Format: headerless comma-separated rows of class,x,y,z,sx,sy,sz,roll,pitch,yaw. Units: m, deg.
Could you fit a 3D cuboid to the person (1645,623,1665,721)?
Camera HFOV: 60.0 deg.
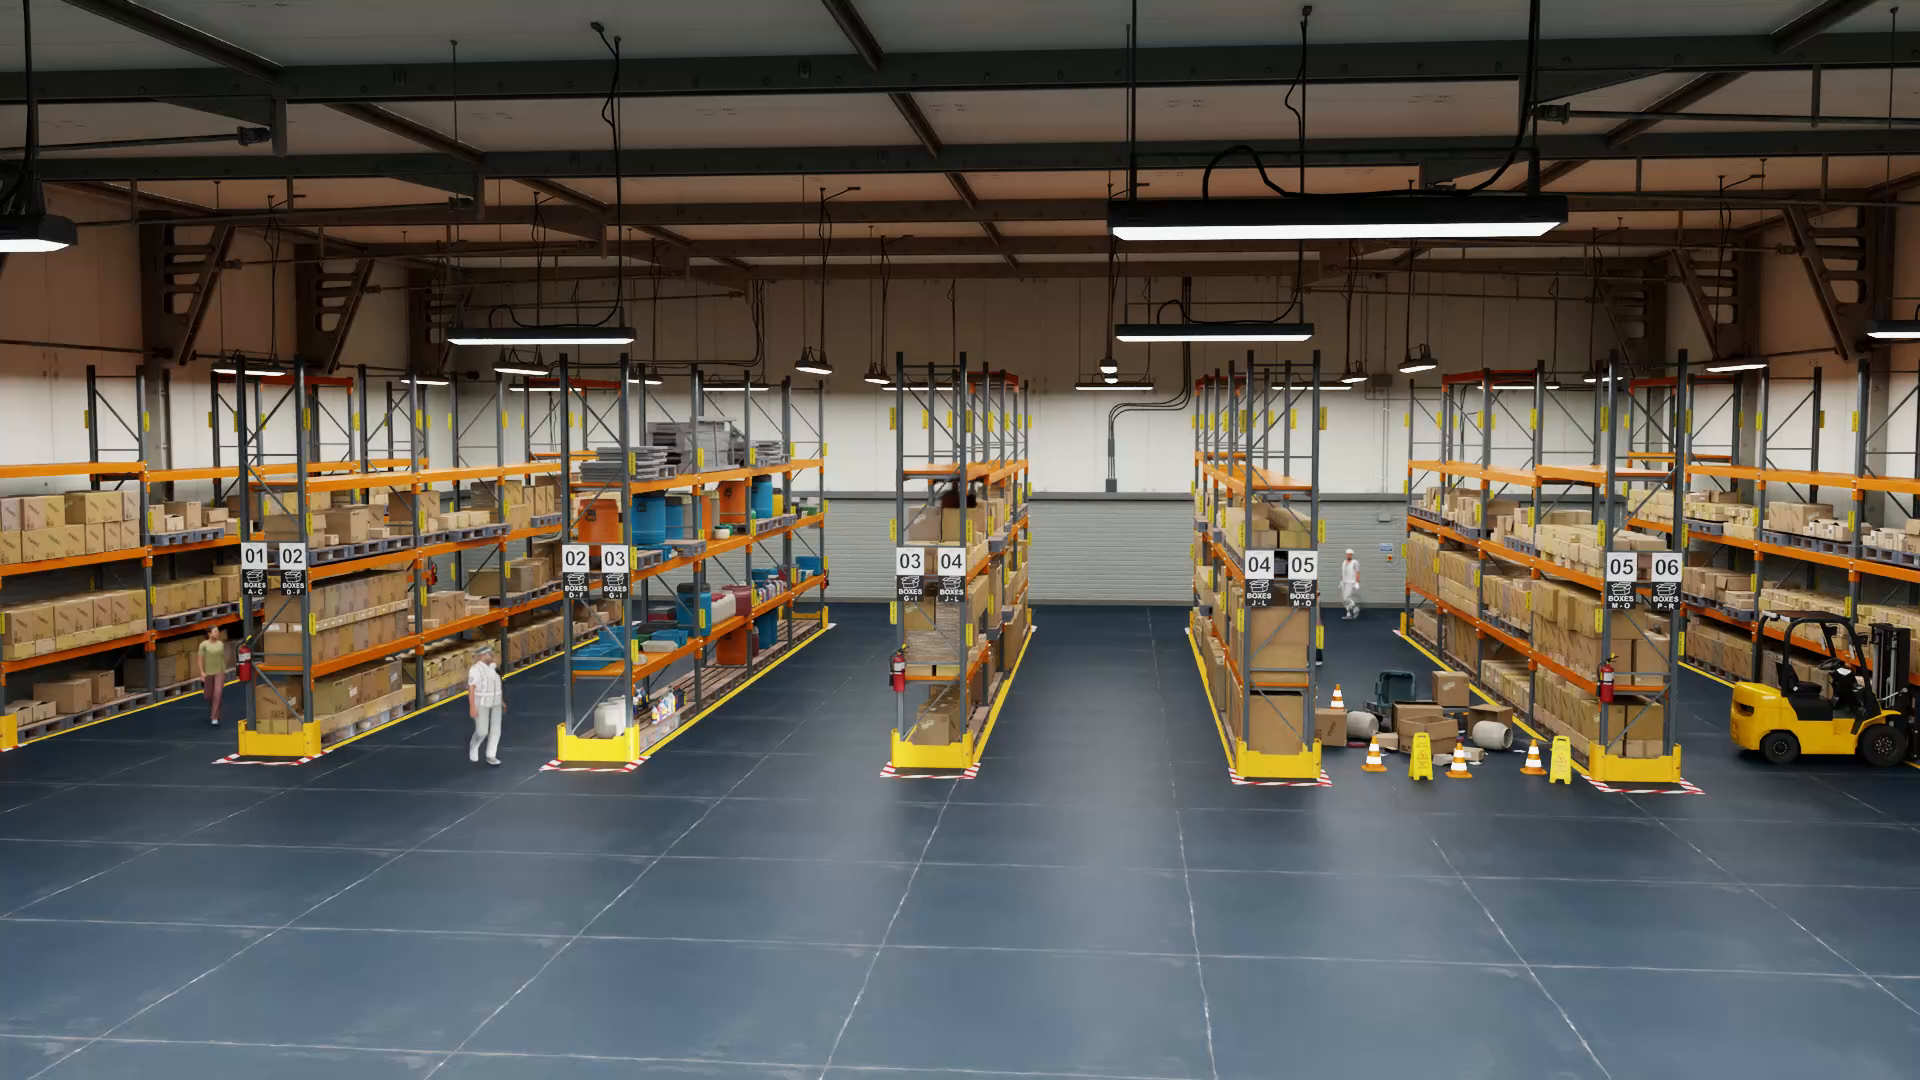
person,11.548,2.213,27.738,0.436,1.658,0.477,2,5,29

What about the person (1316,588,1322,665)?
person,7.289,1.774,34.189,0.338,1.608,0.504,1,4,9

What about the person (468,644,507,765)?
person,-6.919,2.383,24.288,0.585,1.765,0.523,-4,6,-42

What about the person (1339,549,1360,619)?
person,9.794,1.112,41.909,0.485,1.781,0.535,-1,4,-15

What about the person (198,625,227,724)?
person,-12.425,2.214,27.689,0.428,1.627,0.914,-1,4,-10
